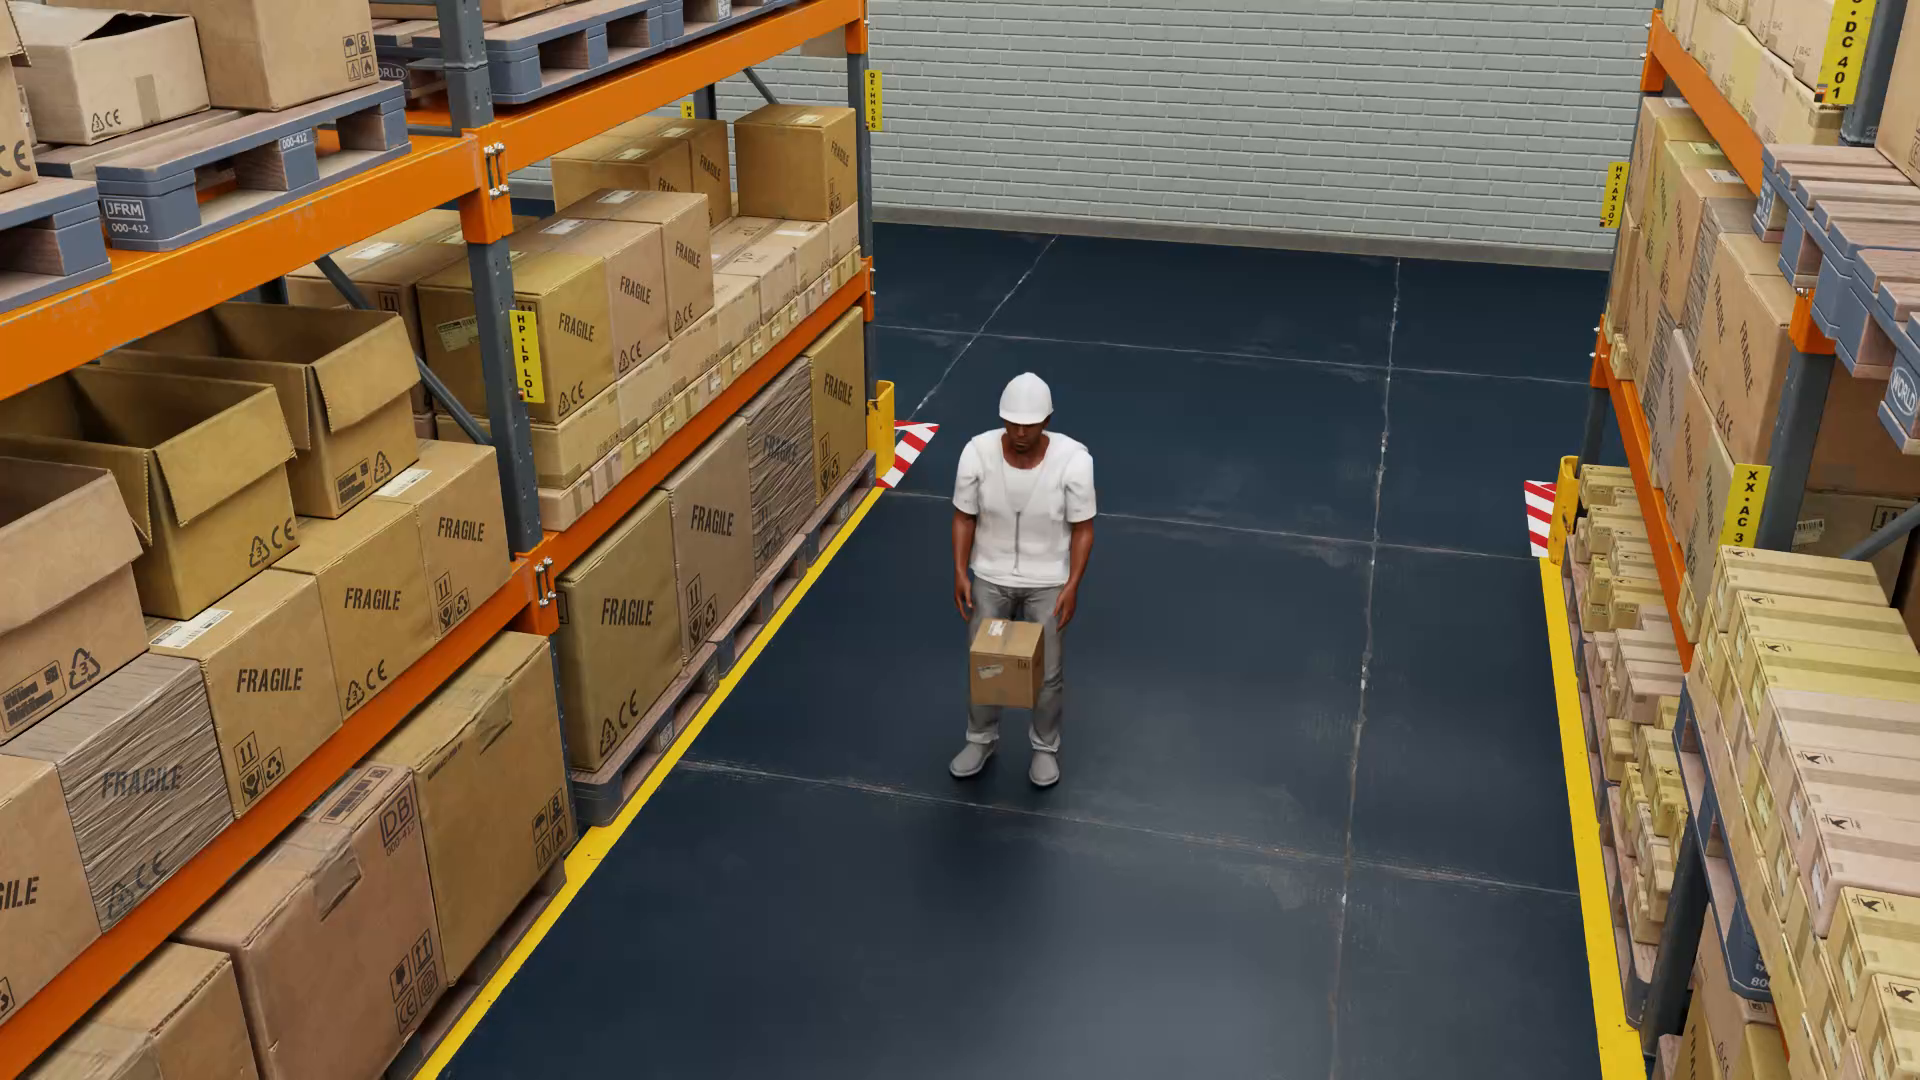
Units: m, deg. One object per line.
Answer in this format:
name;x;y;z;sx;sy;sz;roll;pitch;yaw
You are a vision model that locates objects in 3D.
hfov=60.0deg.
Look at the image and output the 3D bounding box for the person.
person;0.249;0.158;6.749;0.583;1.763;0.422;6;26;12
